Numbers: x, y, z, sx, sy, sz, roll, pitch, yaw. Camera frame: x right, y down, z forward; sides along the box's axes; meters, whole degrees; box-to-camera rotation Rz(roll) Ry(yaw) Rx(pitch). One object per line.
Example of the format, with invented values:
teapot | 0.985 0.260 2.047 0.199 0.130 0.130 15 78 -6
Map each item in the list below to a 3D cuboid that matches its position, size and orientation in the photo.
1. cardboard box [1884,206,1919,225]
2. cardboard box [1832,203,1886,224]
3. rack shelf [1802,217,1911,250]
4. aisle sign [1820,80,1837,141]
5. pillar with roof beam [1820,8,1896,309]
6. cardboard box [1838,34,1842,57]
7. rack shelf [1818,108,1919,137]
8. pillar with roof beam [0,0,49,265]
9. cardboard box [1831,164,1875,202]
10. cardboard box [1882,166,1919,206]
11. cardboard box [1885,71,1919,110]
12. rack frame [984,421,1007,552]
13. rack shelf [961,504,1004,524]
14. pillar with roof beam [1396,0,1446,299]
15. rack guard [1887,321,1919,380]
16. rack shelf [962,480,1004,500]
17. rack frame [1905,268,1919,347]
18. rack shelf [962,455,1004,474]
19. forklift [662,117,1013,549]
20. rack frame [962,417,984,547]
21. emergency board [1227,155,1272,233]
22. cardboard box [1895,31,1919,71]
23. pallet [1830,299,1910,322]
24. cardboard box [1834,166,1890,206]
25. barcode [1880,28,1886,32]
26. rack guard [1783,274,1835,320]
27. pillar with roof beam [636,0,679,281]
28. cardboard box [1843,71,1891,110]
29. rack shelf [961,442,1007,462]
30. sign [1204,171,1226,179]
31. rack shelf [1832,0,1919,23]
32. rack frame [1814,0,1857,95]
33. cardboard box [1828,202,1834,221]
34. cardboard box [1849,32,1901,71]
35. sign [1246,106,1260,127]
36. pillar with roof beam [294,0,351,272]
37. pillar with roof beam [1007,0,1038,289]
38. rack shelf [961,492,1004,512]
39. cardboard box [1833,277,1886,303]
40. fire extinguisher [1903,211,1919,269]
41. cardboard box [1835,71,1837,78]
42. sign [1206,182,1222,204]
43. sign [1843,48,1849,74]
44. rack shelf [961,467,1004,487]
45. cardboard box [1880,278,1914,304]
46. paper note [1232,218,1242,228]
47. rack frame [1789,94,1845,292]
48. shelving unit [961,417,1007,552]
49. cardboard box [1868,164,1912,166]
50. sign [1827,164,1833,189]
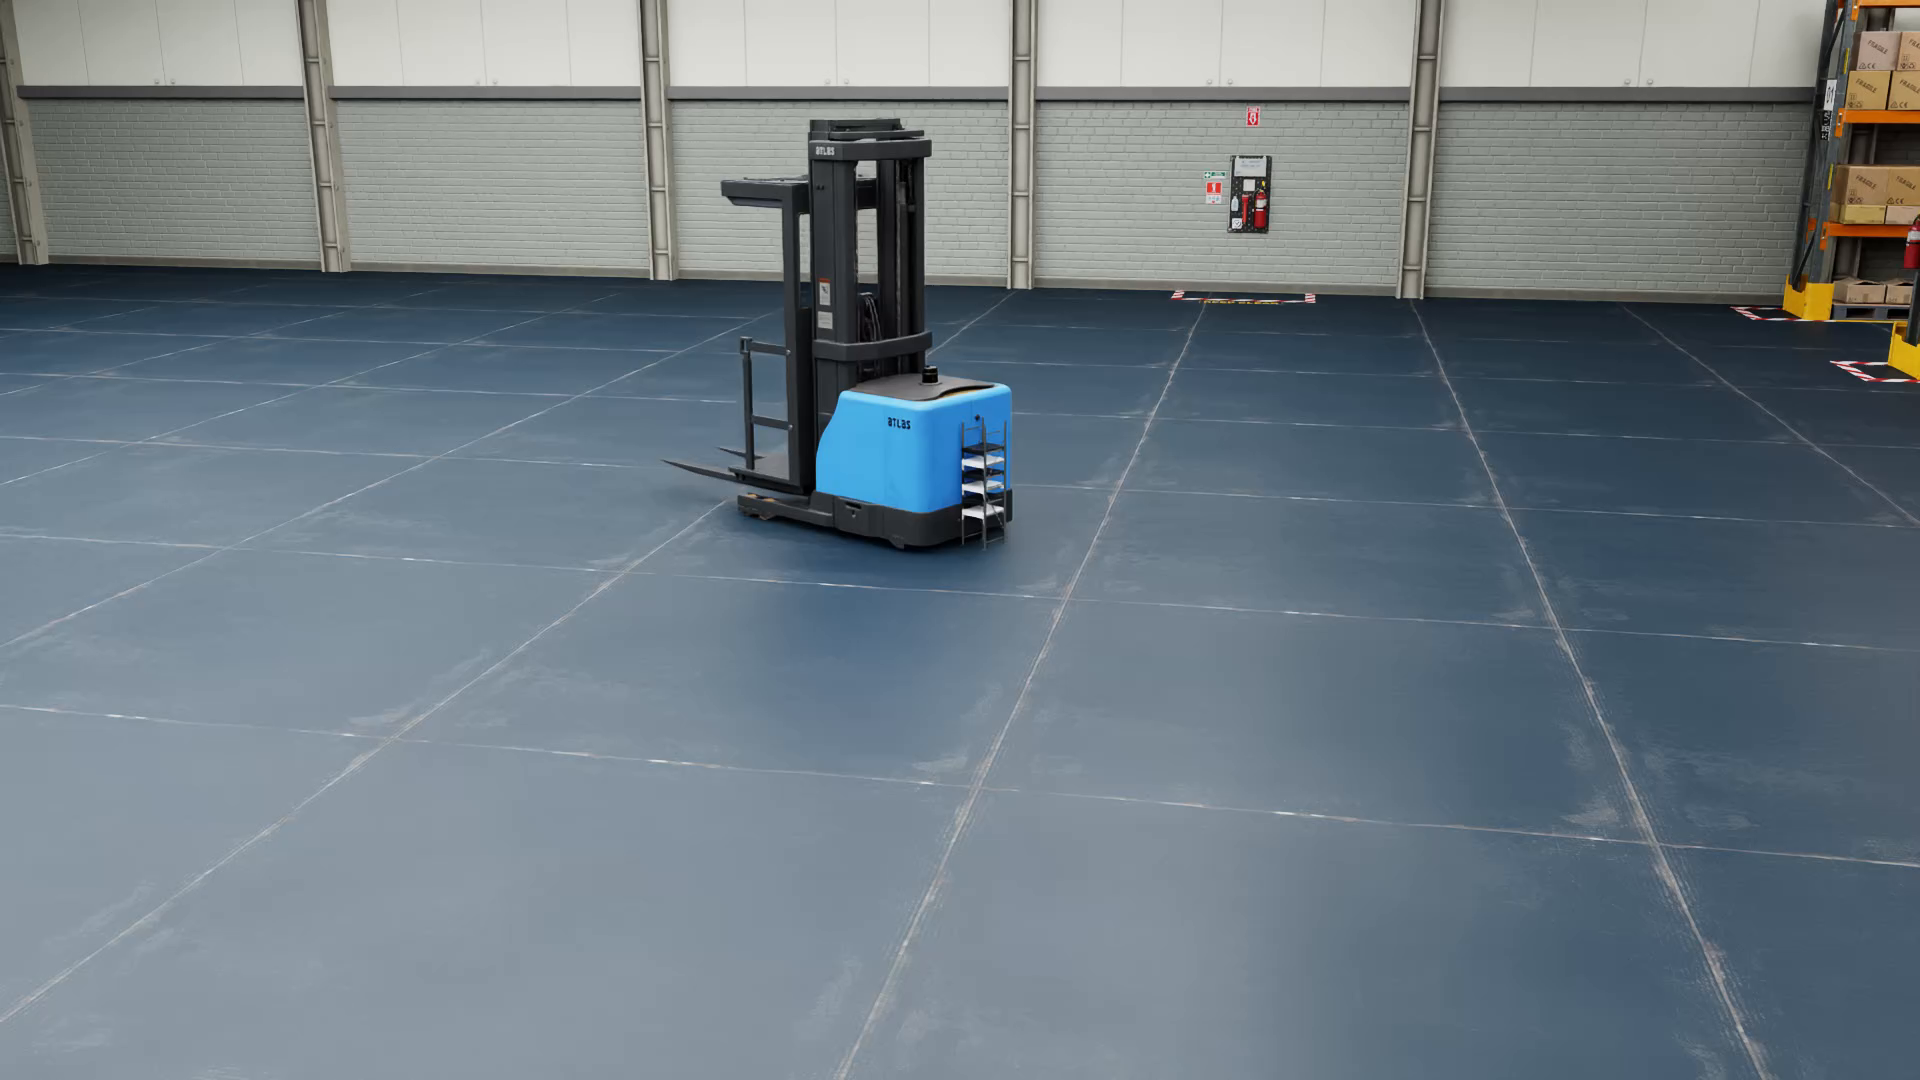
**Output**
cardboard box | 12.798 -4.440 22.645 0.500 0.250 0.500 3 16 9
cardboard box | 12.286 -4.464 22.731 0.500 0.250 0.500 3 16 9
rack shelf | 13.831 -4.182 22.819 4.000 0.370 1.077 3 16 11
aisle sign | 11.741 -5.814 22.491 0.004 0.787 0.394 3 16 11
pillar with roof beam | 11.872 -6.589 18.923 0.400 9.000 9.100 3 16 11
cardboard box | 12.346 -6.666 22.721 0.500 0.500 0.500 4 16 14
rack shelf | 13.831 -5.628 22.419 4.000 0.370 1.077 3 16 11
pillar with roof beam | -17.526 -8.185 24.684 0.400 9.000 9.100 3 16 11
cardboard box | 12.376 -4.965 23.135 0.500 0.500 0.500 3 16 10
cardboard box | 12.762 -4.801 22.545 0.500 0.500 0.500 3 16 11
cardboard box | 12.669 -6.018 22.254 0.500 0.500 0.500 4 16 15
rack frame | 0.246 -0.376 11.663 0.006 0.900 0.240 13 20 39
rack shelf | 0.169 -0.188 11.784 0.200 0.077 0.258 13 20 39
pillar with roof beam | 5.992 -6.909 20.075 0.400 9.000 9.100 3 16 11
rack guard | 10.864 -2.136 18.766 0.348 0.500 1.175 3 16 11
rack shelf | 0.169 -0.361 11.736 0.200 0.077 0.258 13 20 39
rack frame | 10.888 -3.339 18.428 0.127 3.000 1.000 3 16 11
rack shelf | 0.169 -0.535 11.688 0.200 0.077 0.258 13 20 39
forklift | -1.061 -1.655 12.477 3.031 2.935 1.130 13 20 39
rack frame | 0.092 -0.411 11.791 0.006 0.900 0.240 13 20 39
emergency board | 4.436 -5.285 25.452 0.643 1.169 0.194 3 16 11
cardboard box | 12.682 -6.497 22.110 0.500 0.500 0.500 3 16 10
pallet | 12.735 -3.235 23.275 1.213 0.211 1.003 3 16 11
cardboard box | 12.279 -4.830 22.649 0.500 0.500 0.500 3 16 11
barcode | 12.667 -6.993 22.816 0.075 0.075 0.001 3 16 11
rack guard | 11.946 -3.427 23.426 0.348 0.500 1.175 3 16 11
pillar with roof beam | -5.767 -7.547 22.380 0.400 9.000 9.100 3 16 11
cardboard box | 12.149 -6.056 22.390 0.500 0.500 0.500 4 16 13
rack shelf | 0.169 -0.622 11.664 0.200 0.077 0.258 13 20 39
sign | 3.918 -5.611 25.571 0.331 0.109 0.001 3 16 11
rack shelf | 13.831 -7.072 22.019 4.000 0.370 1.077 3 16 11
rack frame | 11.872 -7.527 22.306 0.127 3.000 1.000 3 16 11
cardboard box | 12.368 -4.599 23.218 0.500 0.250 0.500 3 16 12
cardboard box | 12.201 -6.537 22.254 0.500 0.500 0.500 2 16 7
sign | 4.448 -6.429 25.239 0.199 0.298 0.001 3 16 11
pillar with roof beam | -11.647 -7.866 23.532 0.400 9.000 9.100 3 16 11
pillar with roof beam | 0.113 -7.228 21.228 0.400 9.000 9.100 3 16 11
rack shelf | 0.169 -0.275 11.760 0.200 0.077 0.258 13 20 39
cardboard box | 12.532 -3.491 23.189 0.500 0.311 0.500 1 16 5
fire extinguisher | 10.865 -3.430 18.900 0.183 0.674 0.296 3 16 11
cardboard box | 12.331 -6.183 22.850 0.500 0.500 0.500 4 16 15
sign | 3.915 -5.359 25.651 0.234 0.329 0.001 3 16 11
sign | 11.764 -6.360 22.078 0.005 0.325 0.100 3 16 11
rack shelf | 0.169 -0.448 11.712 0.200 0.077 0.258 13 20 39
cardboard box | 13.090 -3.461 23.080 0.500 0.311 0.500 4 16 16
paper note | 4.276 -4.888 25.669 0.142 0.148 0.016 3 16 11
rack frame | 11.872 -4.635 23.107 0.127 3.000 1.000 3 16 11
shelving unit | 0.169 -0.394 11.727 0.210 0.900 0.258 13 20 39
cardboard box | 12.867 -4.935 23.029 0.500 0.500 0.500 3 16 12
sign | 11.764 -4.911 22.479 0.005 0.325 0.100 3 16 11
